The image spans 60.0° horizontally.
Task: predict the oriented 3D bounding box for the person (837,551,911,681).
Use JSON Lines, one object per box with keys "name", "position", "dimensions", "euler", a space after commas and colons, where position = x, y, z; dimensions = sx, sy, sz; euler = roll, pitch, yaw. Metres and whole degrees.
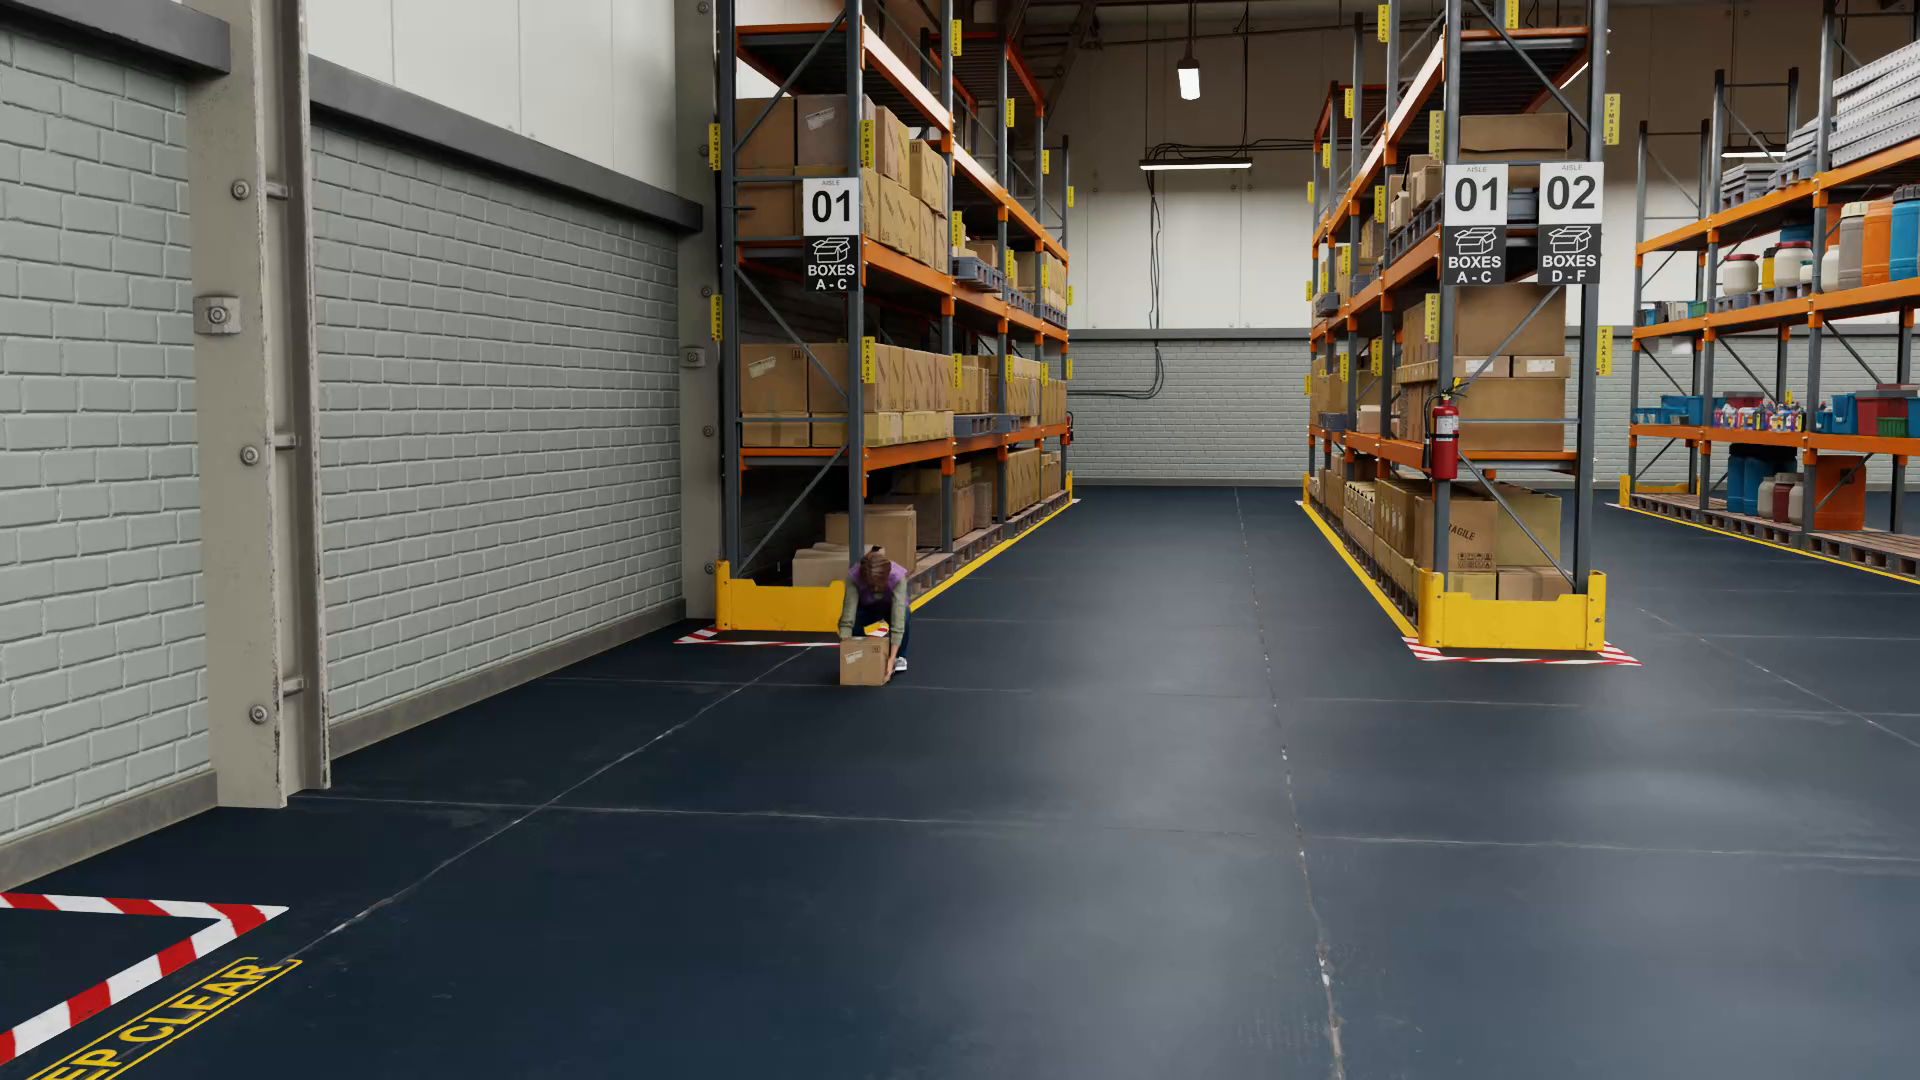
{"name": "person", "position": [-0.503, 0.430, 10.038], "dimensions": [0.436, 0.764, 0.805], "euler": [1, 5, 9]}
